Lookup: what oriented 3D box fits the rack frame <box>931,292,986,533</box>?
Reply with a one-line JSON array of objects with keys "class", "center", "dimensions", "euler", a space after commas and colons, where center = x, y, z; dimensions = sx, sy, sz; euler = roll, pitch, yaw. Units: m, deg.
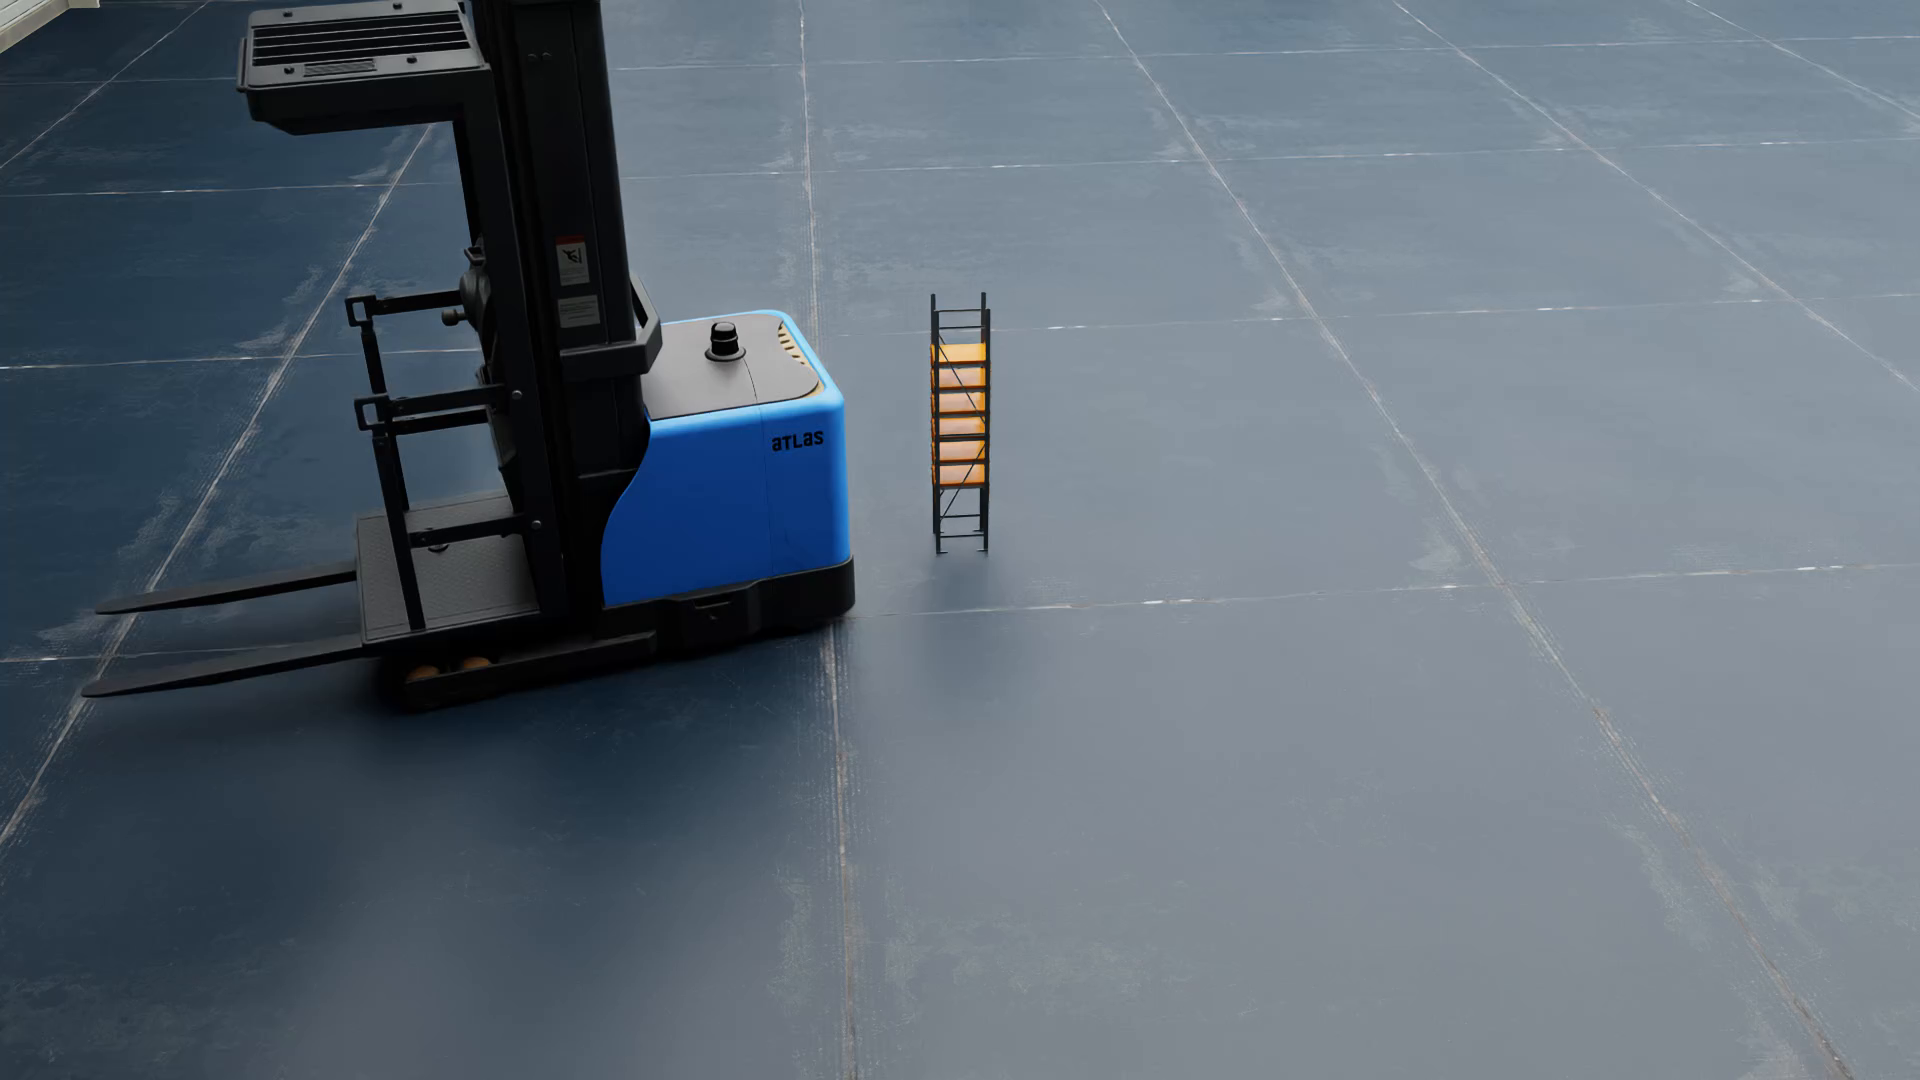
[{"class": "rack frame", "center": [-0.007, -0.554, 7.508], "dimensions": [0.240, 1.200, 0.006], "euler": [-3, 31, -5]}]

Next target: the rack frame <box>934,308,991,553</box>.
[{"class": "rack frame", "center": [0.010, -0.461, 7.352], "dimensions": [0.240, 1.200, 0.006], "euler": [-3, 31, -5]}]

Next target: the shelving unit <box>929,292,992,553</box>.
[{"class": "shelving unit", "center": [0.001, -0.508, 7.430], "dimensions": [0.258, 1.200, 0.189], "euler": [-3, 31, -5]}]

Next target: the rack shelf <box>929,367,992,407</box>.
[{"class": "rack shelf", "center": [0.001, -0.676, 7.330], "dimensions": [0.258, 0.103, 0.180], "euler": [-3, 31, -5]}]

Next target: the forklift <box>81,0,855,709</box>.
[{"class": "forklift", "center": [-2.025, -0.893, 6.386], "dimensions": [3.031, 2.935, 1.130], "euler": [-10, 32, -17]}]

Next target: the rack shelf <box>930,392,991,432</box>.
[{"class": "rack shelf", "center": [0.001, -0.573, 7.391], "dimensions": [0.258, 0.103, 0.180], "euler": [-3, 31, -5]}]

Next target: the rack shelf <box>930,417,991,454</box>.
[{"class": "rack shelf", "center": [0.001, -0.470, 7.453], "dimensions": [0.258, 0.103, 0.180], "euler": [-3, 31, -5]}]

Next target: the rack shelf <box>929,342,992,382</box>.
[{"class": "rack shelf", "center": [0.001, -0.779, 7.268], "dimensions": [0.258, 0.103, 0.180], "euler": [-3, 31, -5]}]

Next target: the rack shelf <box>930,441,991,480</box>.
[{"class": "rack shelf", "center": [0.001, -0.367, 7.514], "dimensions": [0.258, 0.103, 0.180], "euler": [-3, 31, -5]}]

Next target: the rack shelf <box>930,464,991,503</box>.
[{"class": "rack shelf", "center": [0.001, -0.264, 7.576], "dimensions": [0.258, 0.103, 0.180], "euler": [-3, 31, -5]}]

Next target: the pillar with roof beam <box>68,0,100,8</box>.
[{"class": "pillar with roof beam", "center": [-4.545, -9.512, 14.900], "dimensions": [9.100, 9.000, 0.400], "euler": [-3, 31, -5]}]
